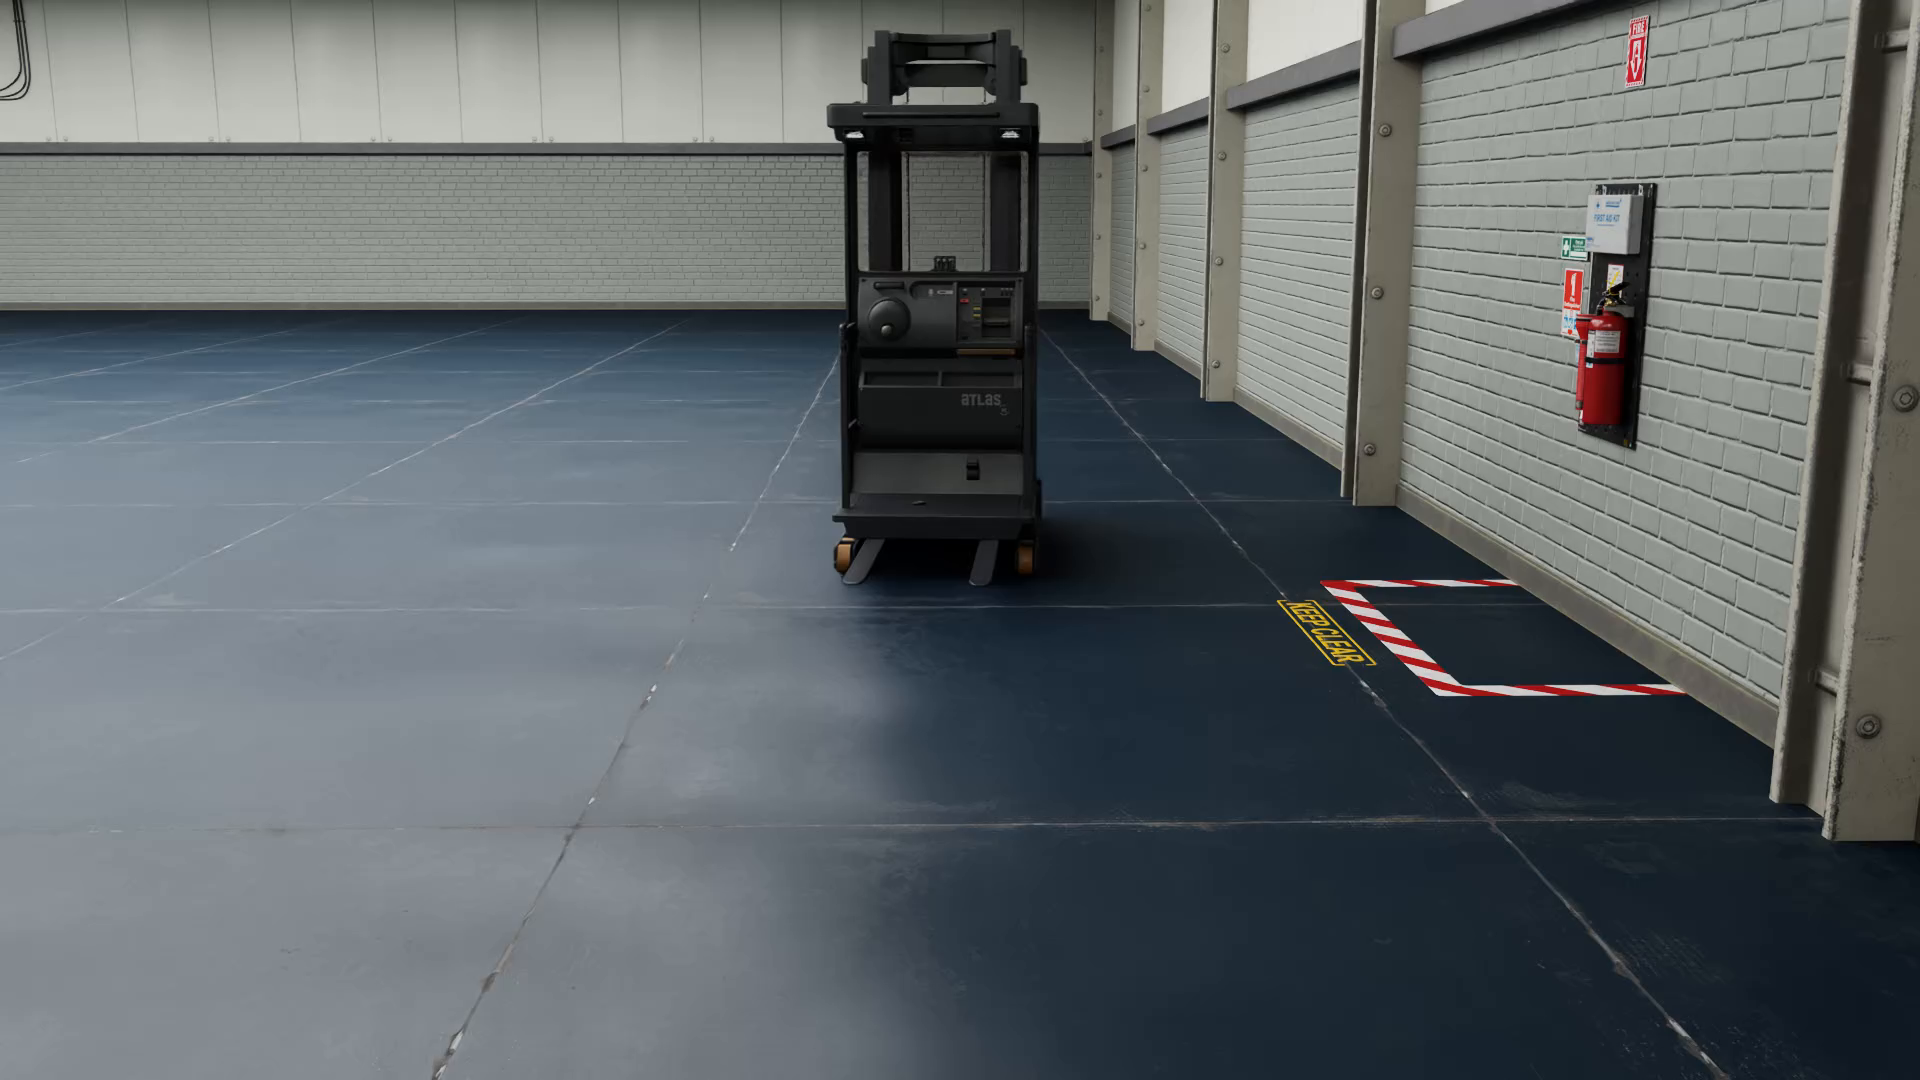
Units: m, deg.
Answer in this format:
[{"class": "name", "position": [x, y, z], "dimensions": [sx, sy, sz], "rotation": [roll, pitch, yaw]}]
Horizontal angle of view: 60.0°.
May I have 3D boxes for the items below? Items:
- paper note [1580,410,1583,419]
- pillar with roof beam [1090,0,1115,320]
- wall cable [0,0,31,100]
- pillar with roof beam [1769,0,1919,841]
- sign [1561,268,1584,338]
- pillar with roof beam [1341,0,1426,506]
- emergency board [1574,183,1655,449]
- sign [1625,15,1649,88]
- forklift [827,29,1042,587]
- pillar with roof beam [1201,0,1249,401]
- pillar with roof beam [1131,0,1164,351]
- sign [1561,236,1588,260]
[{"class": "paper note", "position": [2.985, -0.643, 7.901], "dimensions": [0.016, 0.148, 0.142], "rotation": [0, 11, -1]}, {"class": "pillar with roof beam", "position": [-1.868, -8.241, 28.049], "dimensions": [9.100, 9.000, 0.400], "rotation": [0, 11, -1]}, {"class": "wall cable", "position": [-18.304, -10.423, 30.250], "dimensions": [2.305, 6.003, 0.169], "rotation": [0, 11, -1]}, {"class": "pillar with roof beam", "position": [-1.372, -3.471, 4.533], "dimensions": [9.100, 9.000, 0.400], "rotation": [0, 11, -1]}, {"class": "sign", "position": [3.011, -1.167, 8.179], "dimensions": [0.001, 0.329, 0.234], "rotation": [0, 11, -1]}, {"class": "pillar with roof beam", "position": [-1.496, -4.663, 10.412], "dimensions": [9.100, 9.000, 0.400], "rotation": [0, 11, -1]}, {"class": "emergency board", "position": [2.919, -1.040, 7.639], "dimensions": [0.194, 1.169, 0.643], "rotation": [0, 11, -1]}, {"class": "sign", "position": [3.019, -2.178, 7.418], "dimensions": [0.001, 0.298, 0.199], "rotation": [0, 11, -1]}, {"class": "forklift", "position": [-0.117, -1.307, 9.132], "dimensions": [1.130, 2.935, 3.031], "rotation": [1, 11, 3]}, {"class": "pillar with roof beam", "position": [-1.620, -5.856, 16.291], "dimensions": [9.100, 9.000, 0.400], "rotation": [0, 11, -1]}, {"class": "pillar with roof beam", "position": [-1.744, -7.049, 22.170], "dimensions": [9.100, 9.000, 0.400], "rotation": [0, 11, -1]}, {"class": "sign", "position": [3.002, -1.426, 8.122], "dimensions": [0.001, 0.109, 0.331], "rotation": [0, 11, -1]}]
